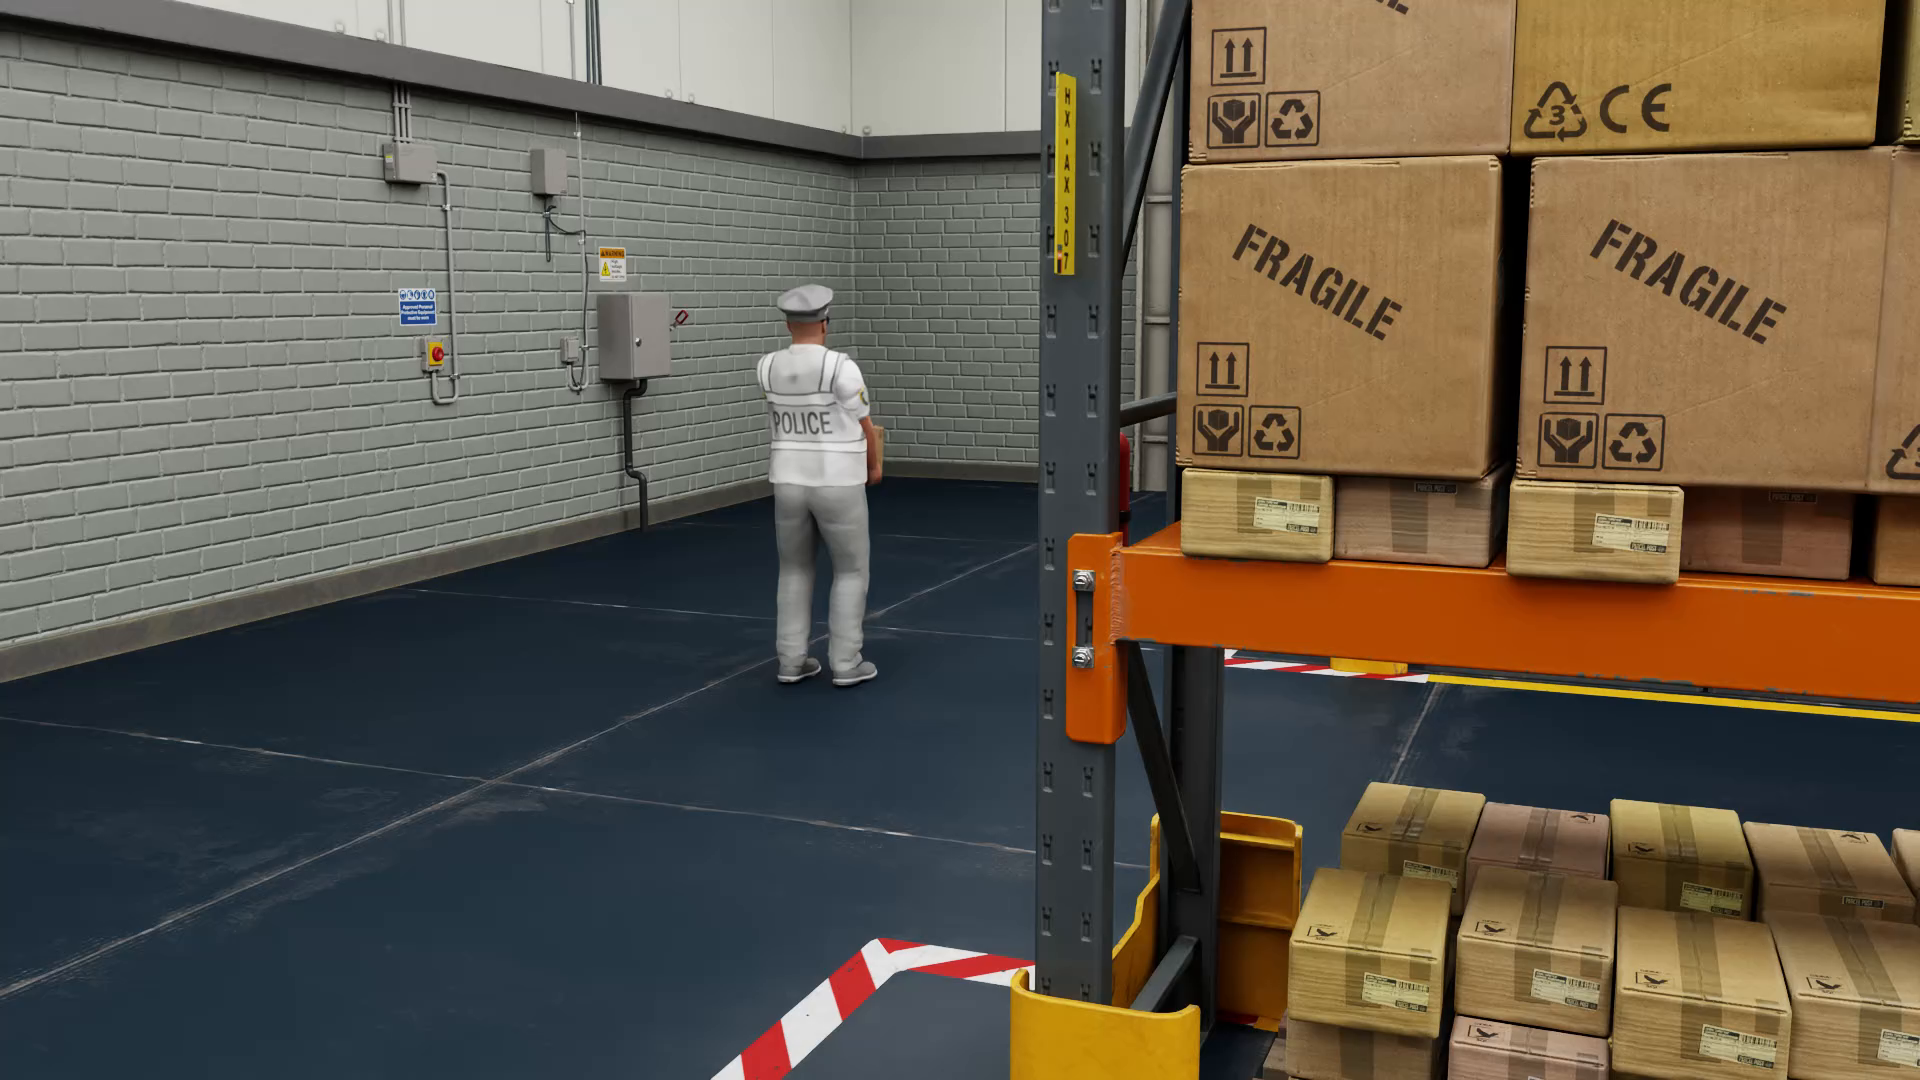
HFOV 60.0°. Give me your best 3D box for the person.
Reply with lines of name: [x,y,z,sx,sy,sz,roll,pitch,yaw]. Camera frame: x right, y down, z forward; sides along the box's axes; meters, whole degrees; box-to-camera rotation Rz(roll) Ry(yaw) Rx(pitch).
person: [-0.599,-0.246,7.402,0.494,1.768,0.556,4,9,22]
